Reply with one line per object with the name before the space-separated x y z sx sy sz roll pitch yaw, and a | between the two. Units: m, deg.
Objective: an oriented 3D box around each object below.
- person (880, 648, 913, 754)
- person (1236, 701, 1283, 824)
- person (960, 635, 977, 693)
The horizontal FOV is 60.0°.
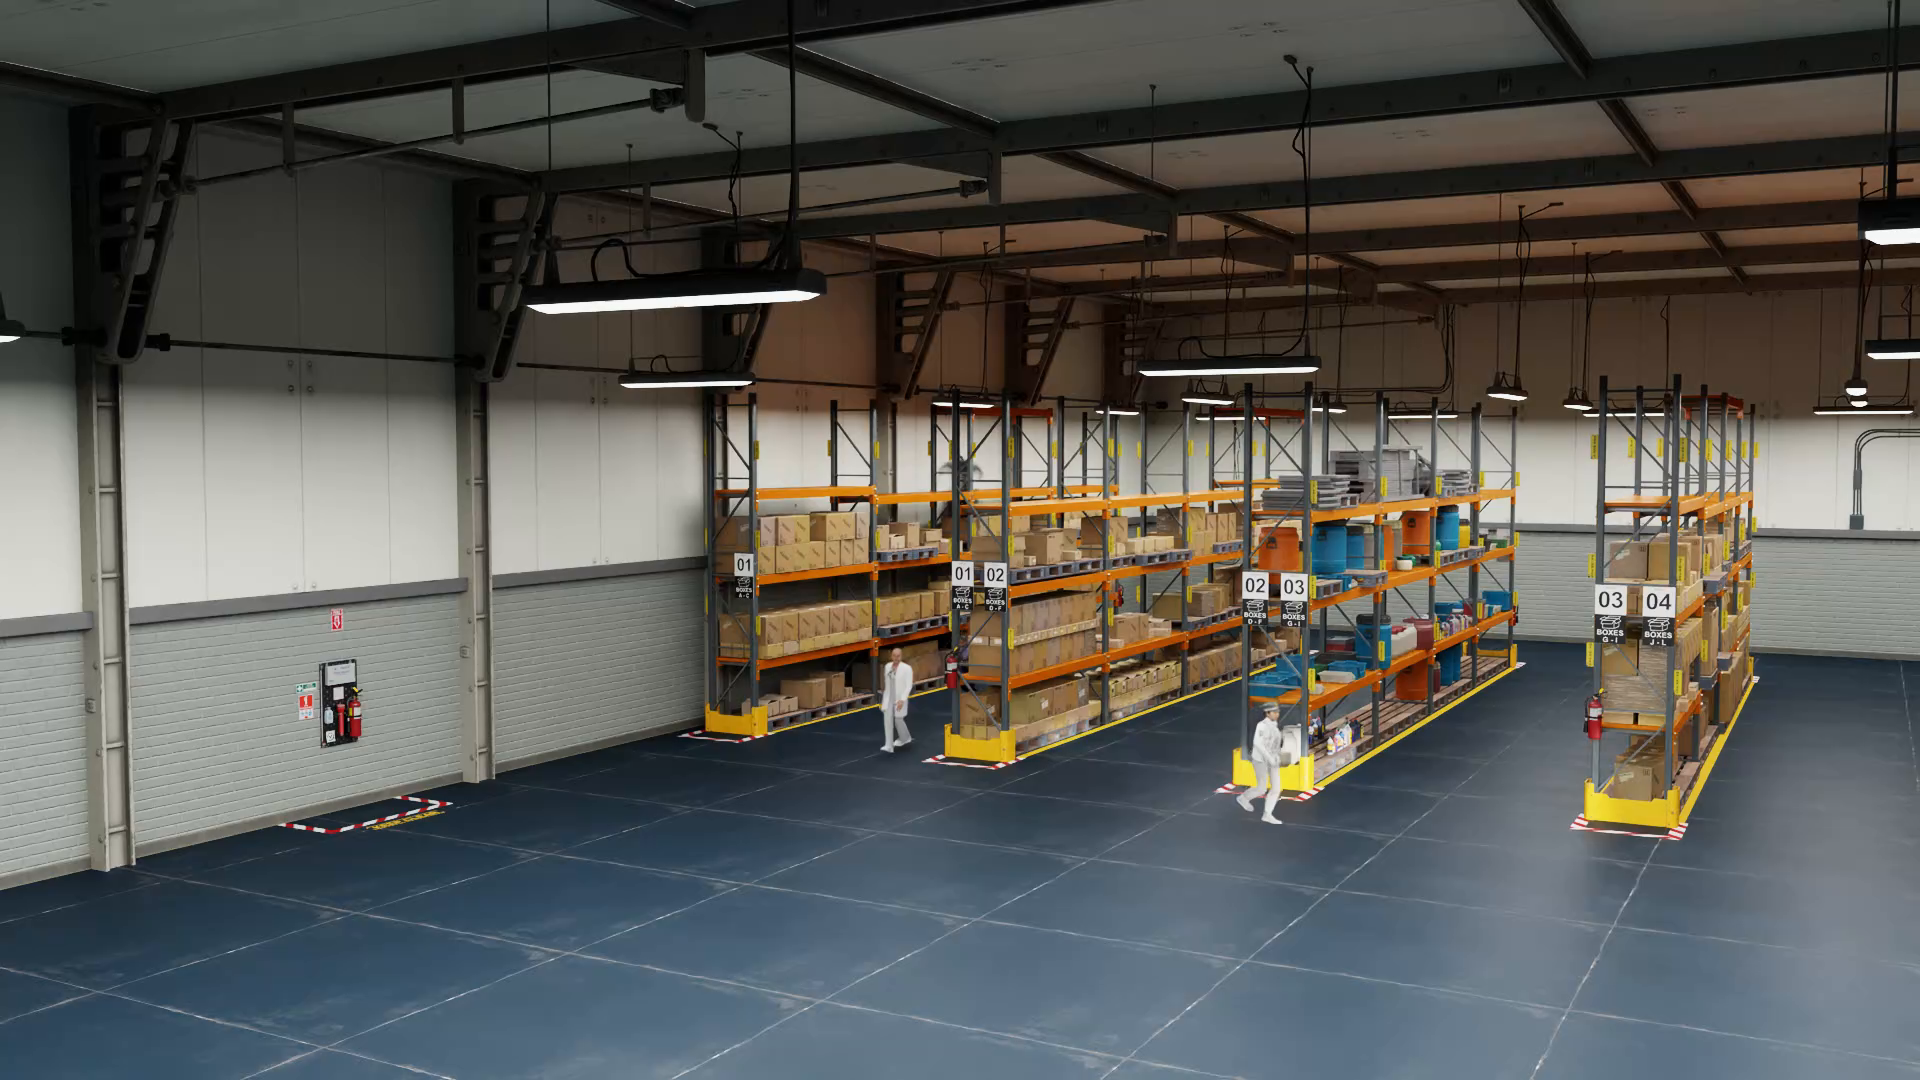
person | -1.037 2.644 27.506 0.588 1.728 1.057 1 3 17
person | 4.041 2.970 22.390 0.605 1.649 0.757 -3 4 -44
person | 0.130 2.535 32.510 0.622 1.404 0.950 2 4 34
